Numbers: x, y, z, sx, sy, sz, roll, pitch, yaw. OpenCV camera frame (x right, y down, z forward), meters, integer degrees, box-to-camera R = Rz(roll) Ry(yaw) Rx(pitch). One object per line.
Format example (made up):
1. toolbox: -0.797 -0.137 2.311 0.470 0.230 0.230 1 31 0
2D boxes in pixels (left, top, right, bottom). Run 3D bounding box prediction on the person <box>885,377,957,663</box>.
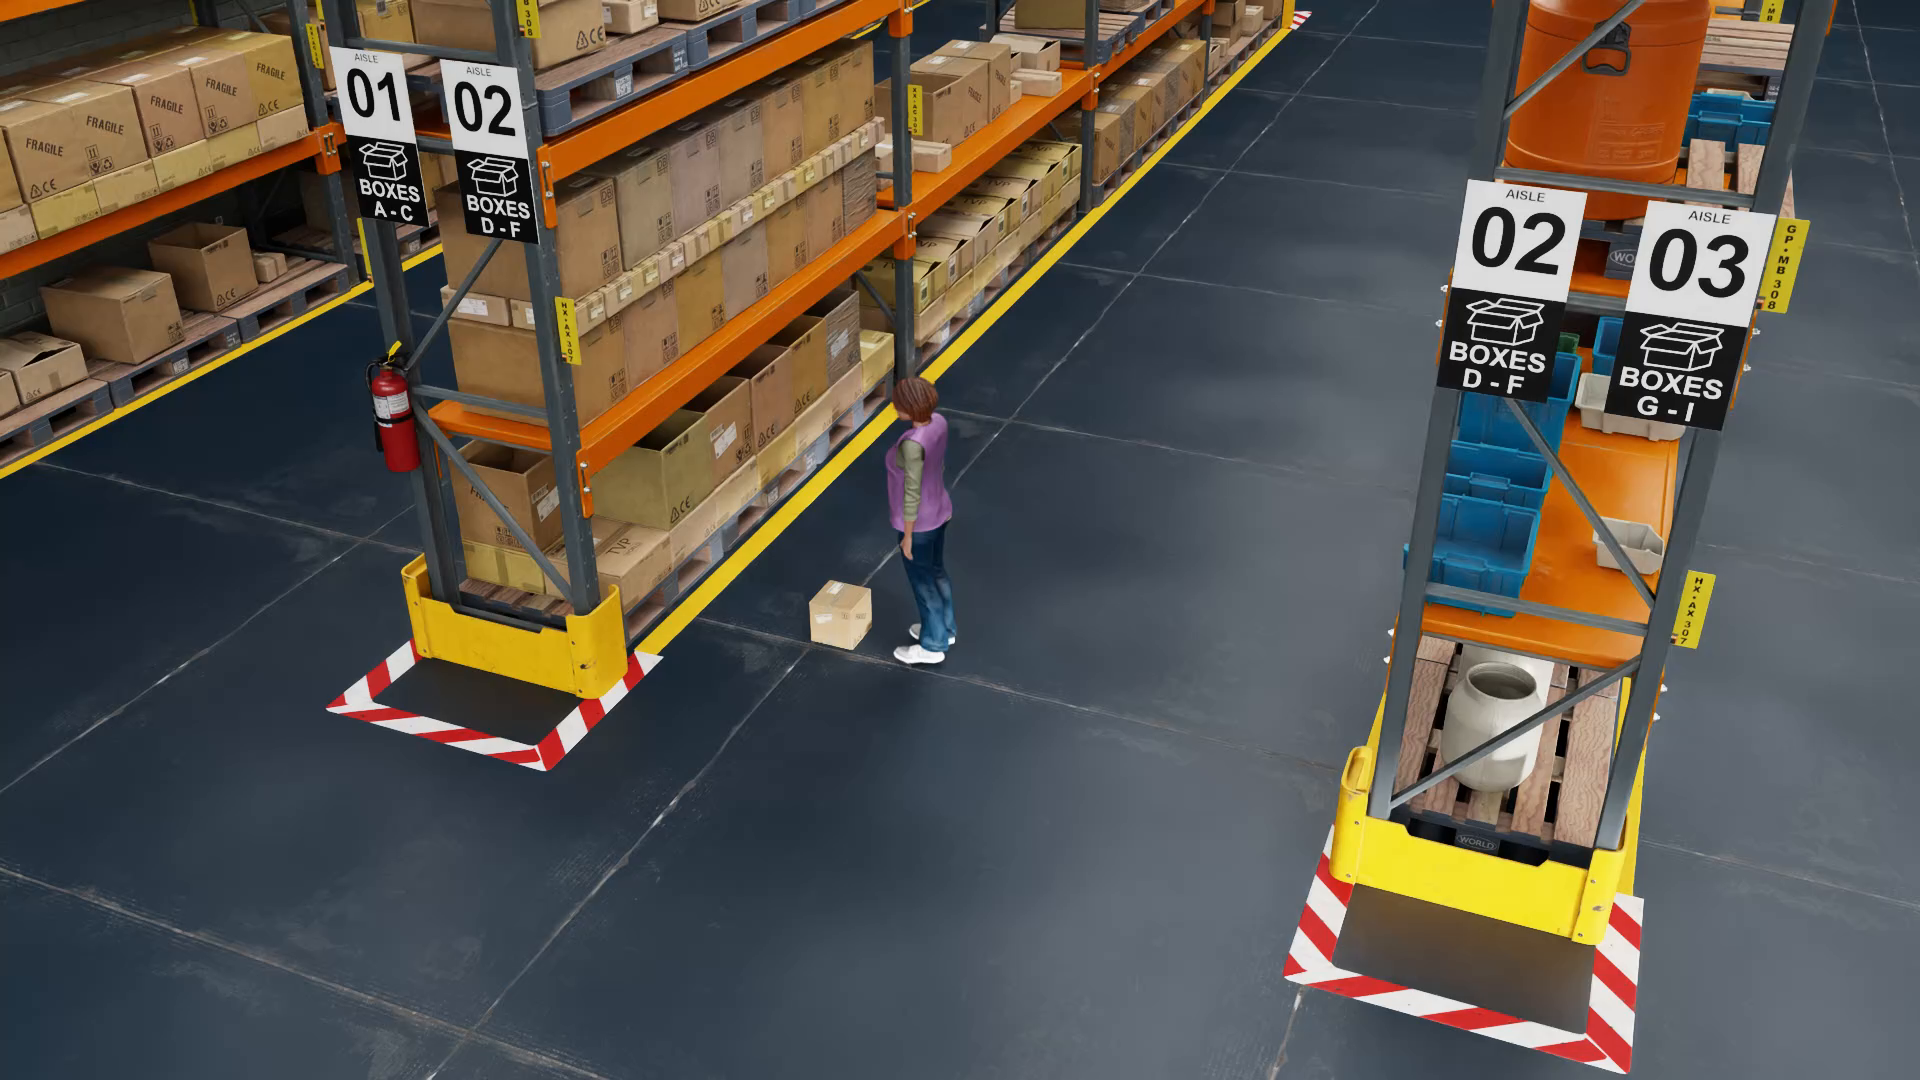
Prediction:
1. person: -0.196 -0.090 8.523 0.334 1.598 0.419 12 32 20
